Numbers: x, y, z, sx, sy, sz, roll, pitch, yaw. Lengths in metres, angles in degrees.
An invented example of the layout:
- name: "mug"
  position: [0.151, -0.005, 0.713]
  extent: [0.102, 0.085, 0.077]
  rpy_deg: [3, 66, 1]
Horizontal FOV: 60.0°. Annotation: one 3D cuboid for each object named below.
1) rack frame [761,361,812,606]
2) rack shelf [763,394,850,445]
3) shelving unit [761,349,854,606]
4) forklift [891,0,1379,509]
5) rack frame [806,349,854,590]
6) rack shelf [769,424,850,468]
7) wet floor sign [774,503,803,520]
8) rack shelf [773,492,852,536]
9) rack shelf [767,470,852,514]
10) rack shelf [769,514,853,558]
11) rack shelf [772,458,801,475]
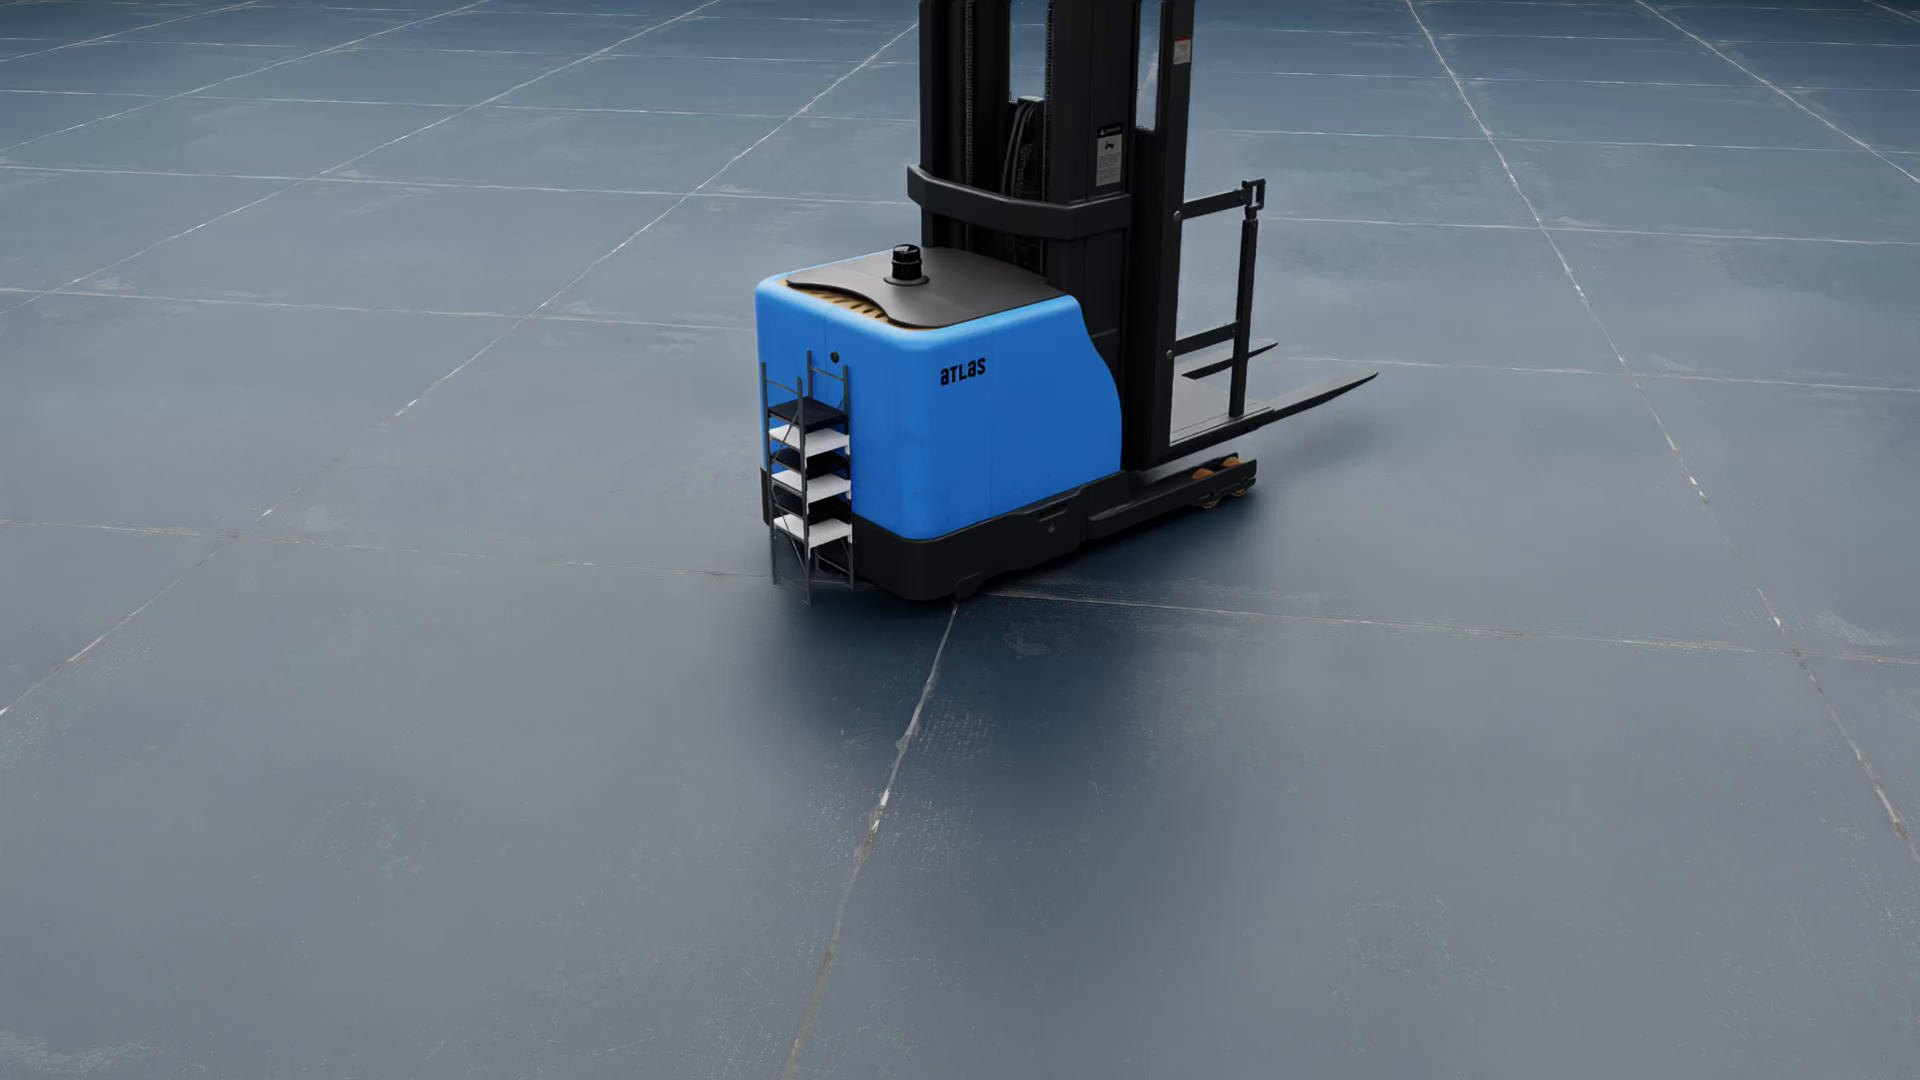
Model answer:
- name: "rack frame"
  position: [-0.637, -0.199, 6.113]
  extent: [0.006, 0.900, 0.240]
  rpy_deg: [-20, 32, -37]
- name: "rack shelf"
  position: [-0.561, -0.442, 6.074]
  extent: [0.200, 0.077, 0.258]
  rpy_deg: [-20, 32, -37]
- name: "shelving unit"
  position: [-0.561, -0.227, 6.174]
  extent: [0.210, 0.900, 0.258]
  rpy_deg: [-20, 32, -37]
- name: "forklift"
  position: [0.678, -1.593, 6.772]
  extent: [2.937, 2.867, 1.118]
  rpy_deg: [-20, 32, -37]
- name: "rack frame"
  position: [-0.484, -0.256, 6.235]
  extent: [0.006, 0.900, 0.240]
  rpy_deg: [-20, 32, -37]
- name: "rack shelf"
  position: [-0.561, -0.360, 6.112]
  extent: [0.200, 0.077, 0.258]
  rpy_deg: [-20, 32, -37]
- name: "wet floor sign"
  position: [-6.312, 0.569, 4.773]
  extent: [8.693, 0.644, 8.687]
  rpy_deg: [13, 28, 26]
- name: "rack shelf"
  position: [-0.561, -0.116, 6.226]
  extent: [0.200, 0.077, 0.258]
  rpy_deg: [-20, 32, -37]
- name: "rack shelf"
  position: [-0.561, -0.197, 6.188]
  extent: [0.200, 0.077, 0.258]
  rpy_deg: [-20, 32, -37]
- name: "rack shelf"
  position: [-0.561, -0.034, 6.264]
  extent: [0.200, 0.077, 0.258]
  rpy_deg: [-20, 32, -37]
- name: "rack shelf"
  position: [-0.561, -0.292, 6.144]
  extent: [0.184, 0.015, 0.199]
  rpy_deg: [-20, 32, -37]
